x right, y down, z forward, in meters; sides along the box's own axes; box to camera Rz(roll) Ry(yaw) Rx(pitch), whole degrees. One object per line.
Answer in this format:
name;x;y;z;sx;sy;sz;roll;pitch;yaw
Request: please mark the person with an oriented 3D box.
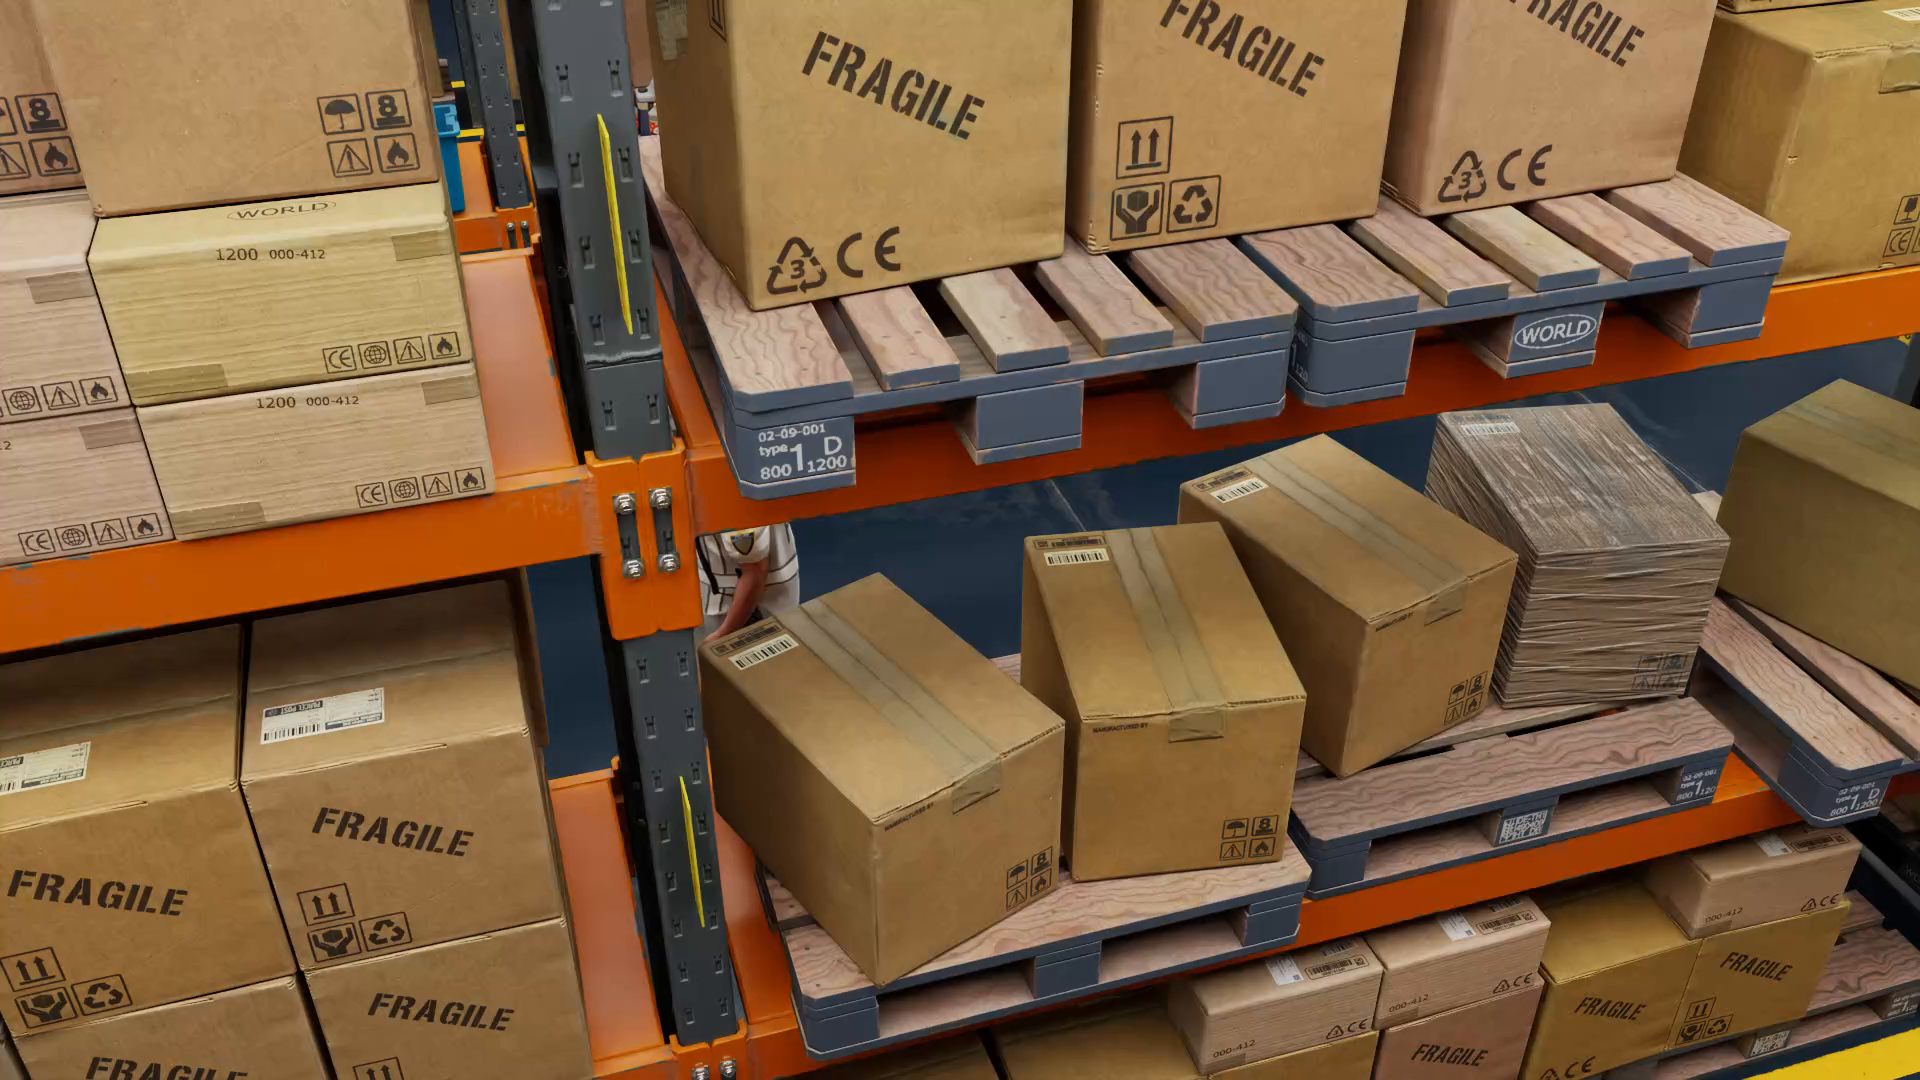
person;-0.789;0.202;5.826;0.434;1.754;0.563;-11;35;-16
